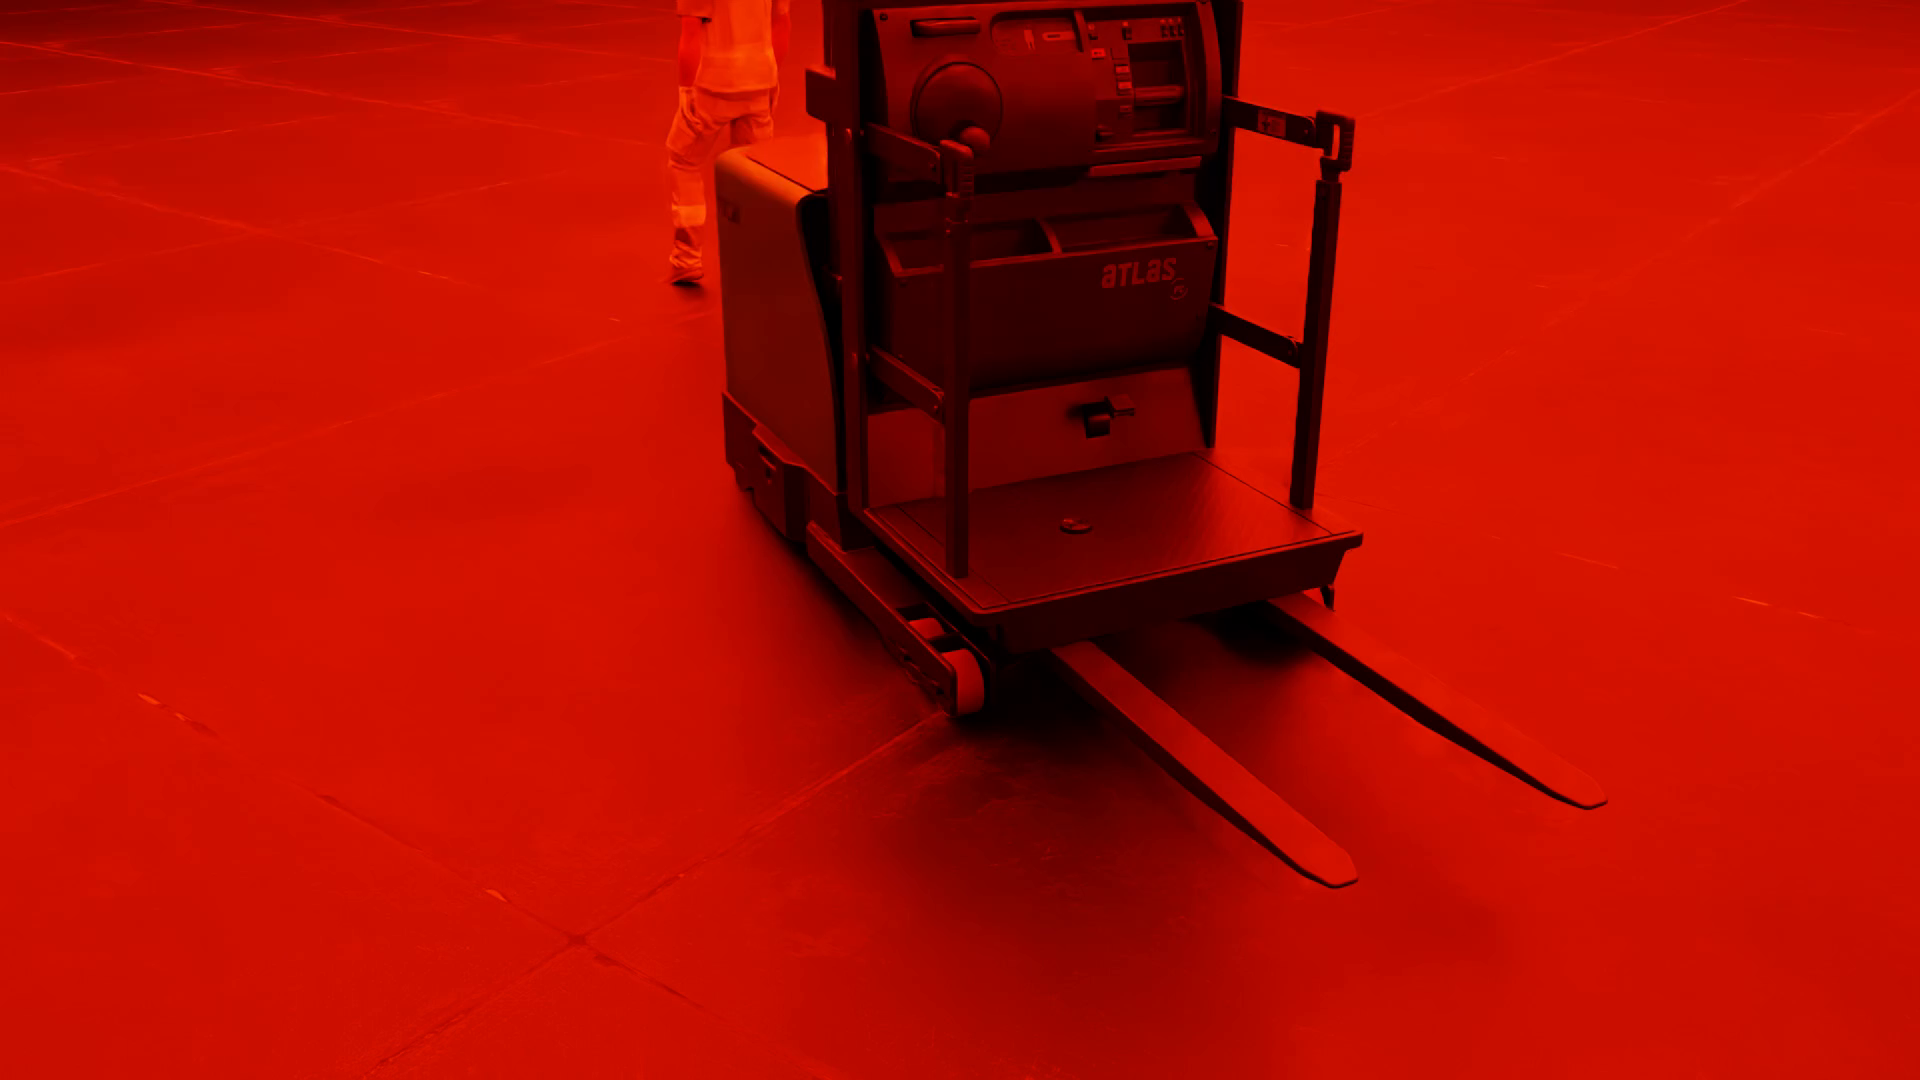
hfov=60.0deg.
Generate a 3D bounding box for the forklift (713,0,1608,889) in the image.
[{"bbox_3d":[0.323,-1.113,3.896,1.130,2.935,3.031,-11,26,-23],"label":"forklift"}]

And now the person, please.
[{"bbox_3d":[-1.076,-2.020,7.526,0.634,1.826,0.546,-21,31,-40],"label":"person"}]
